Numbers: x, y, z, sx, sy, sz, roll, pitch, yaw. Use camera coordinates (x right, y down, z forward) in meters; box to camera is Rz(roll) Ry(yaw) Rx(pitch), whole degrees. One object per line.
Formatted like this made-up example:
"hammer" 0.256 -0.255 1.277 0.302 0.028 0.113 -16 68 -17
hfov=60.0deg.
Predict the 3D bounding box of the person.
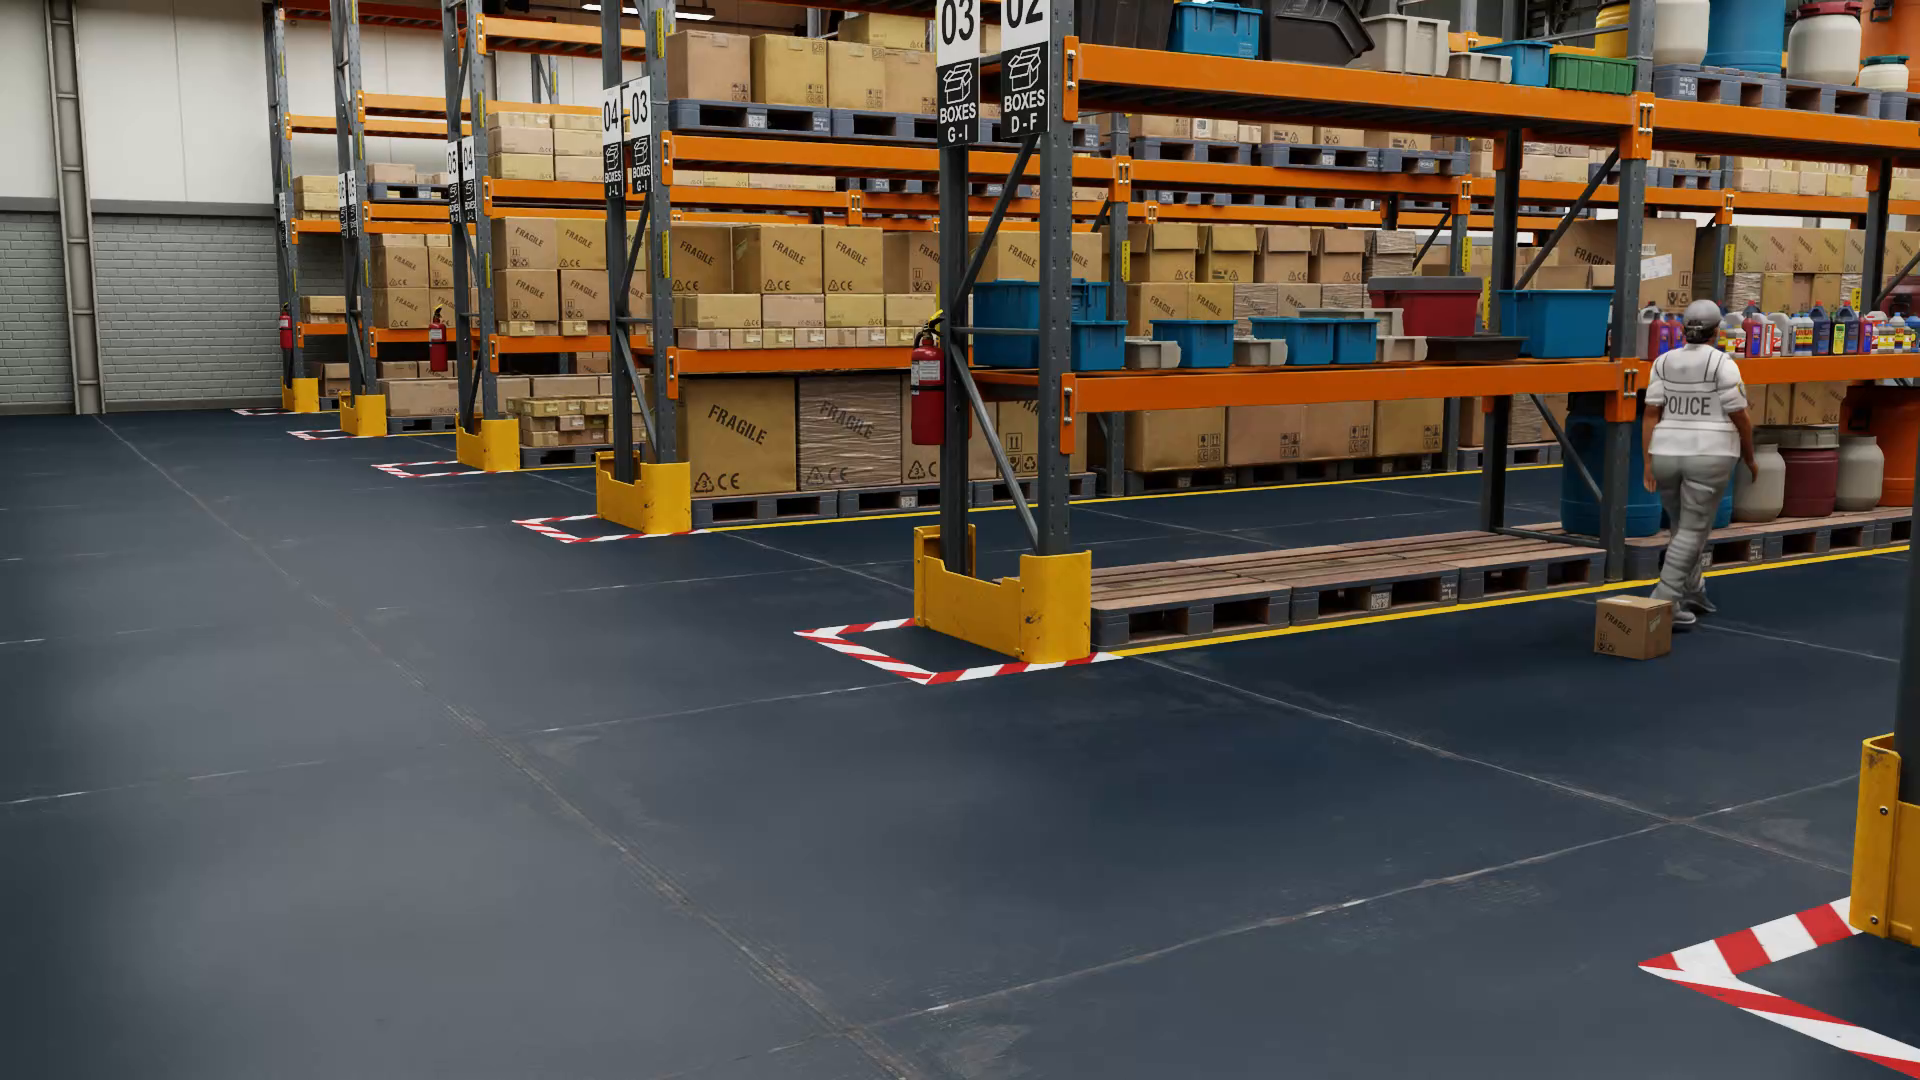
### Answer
"person" 3.798 -0.381 8.470 0.821 1.671 0.482 -6 10 -34
